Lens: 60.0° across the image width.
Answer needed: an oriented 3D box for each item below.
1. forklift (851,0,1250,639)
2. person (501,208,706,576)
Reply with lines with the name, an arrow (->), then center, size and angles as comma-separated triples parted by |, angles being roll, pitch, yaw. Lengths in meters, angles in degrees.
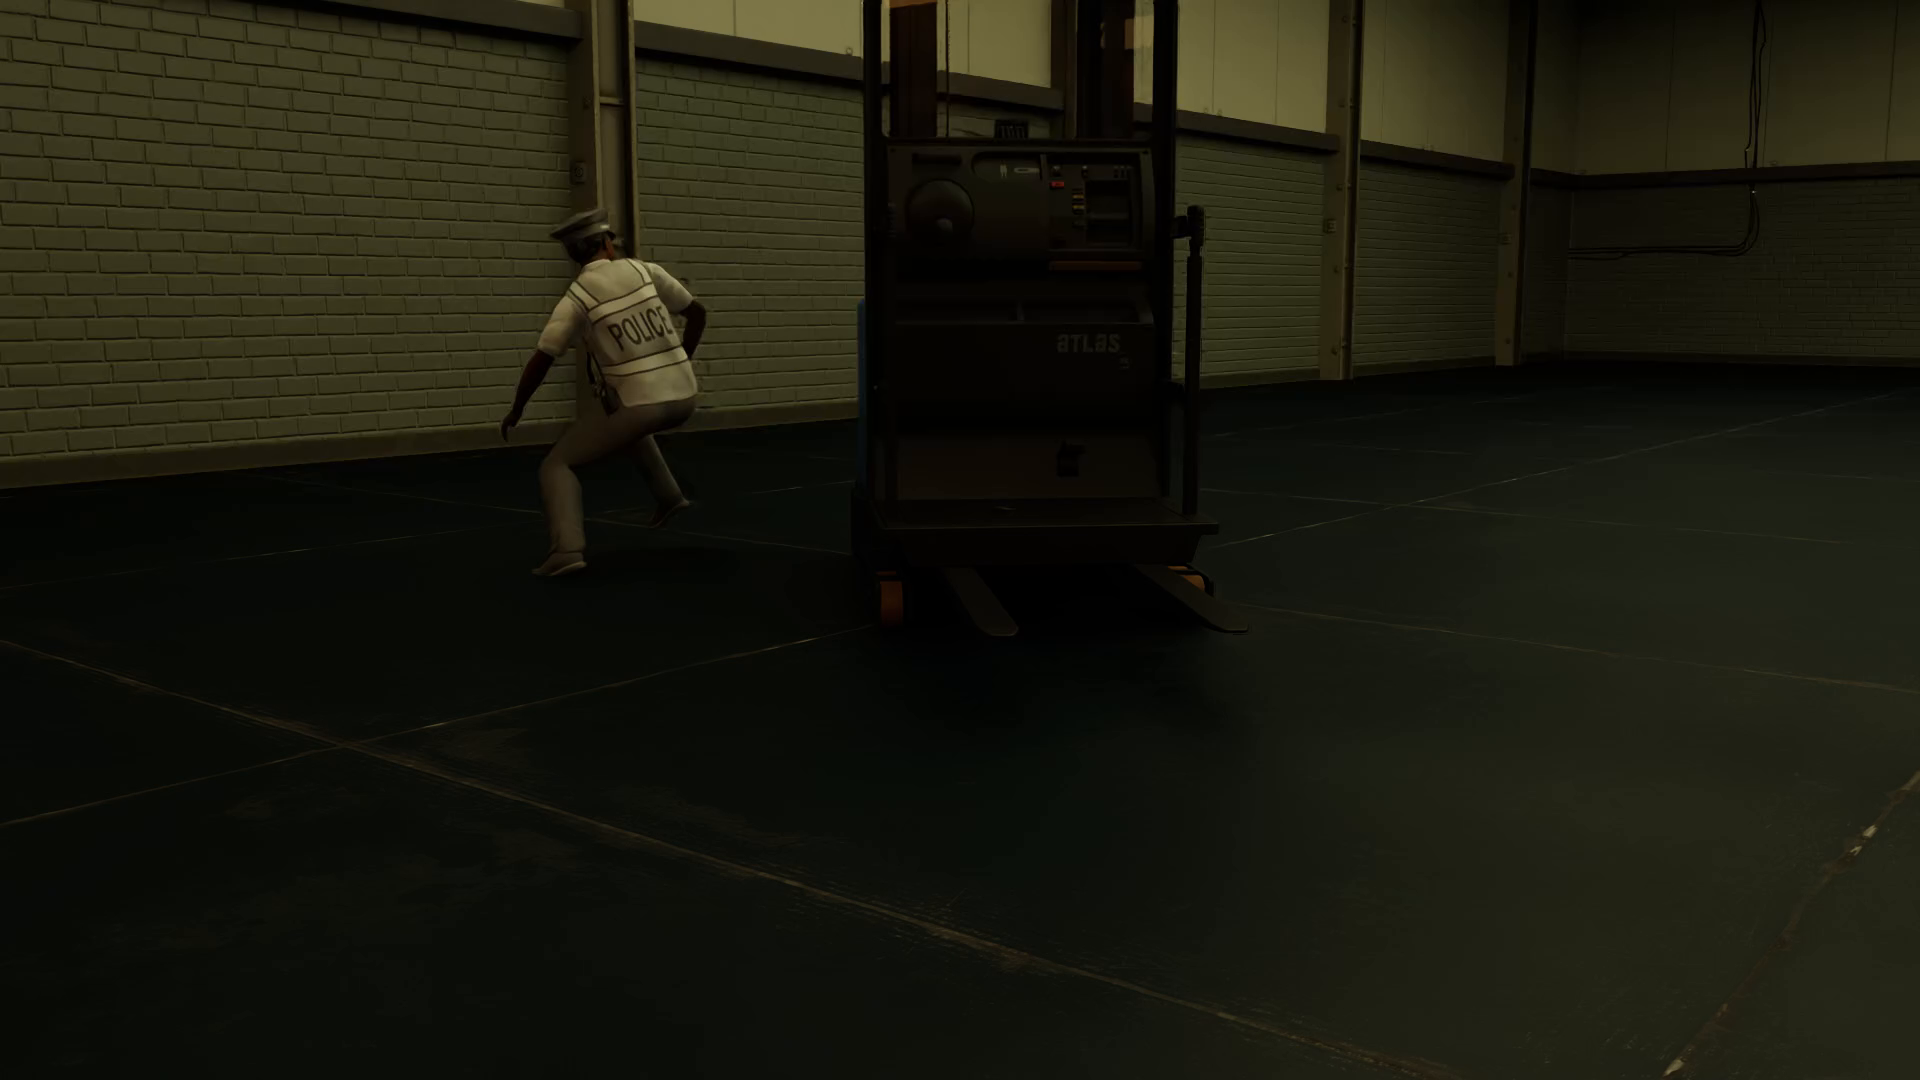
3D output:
forklift -> 0.238, -1.210, 5.550 | 1.130, 2.935, 3.031 | -1, 8, -6
person -> -1.401, -0.591, 6.677 | 0.644, 1.463, 0.792 | 8, 11, 42
